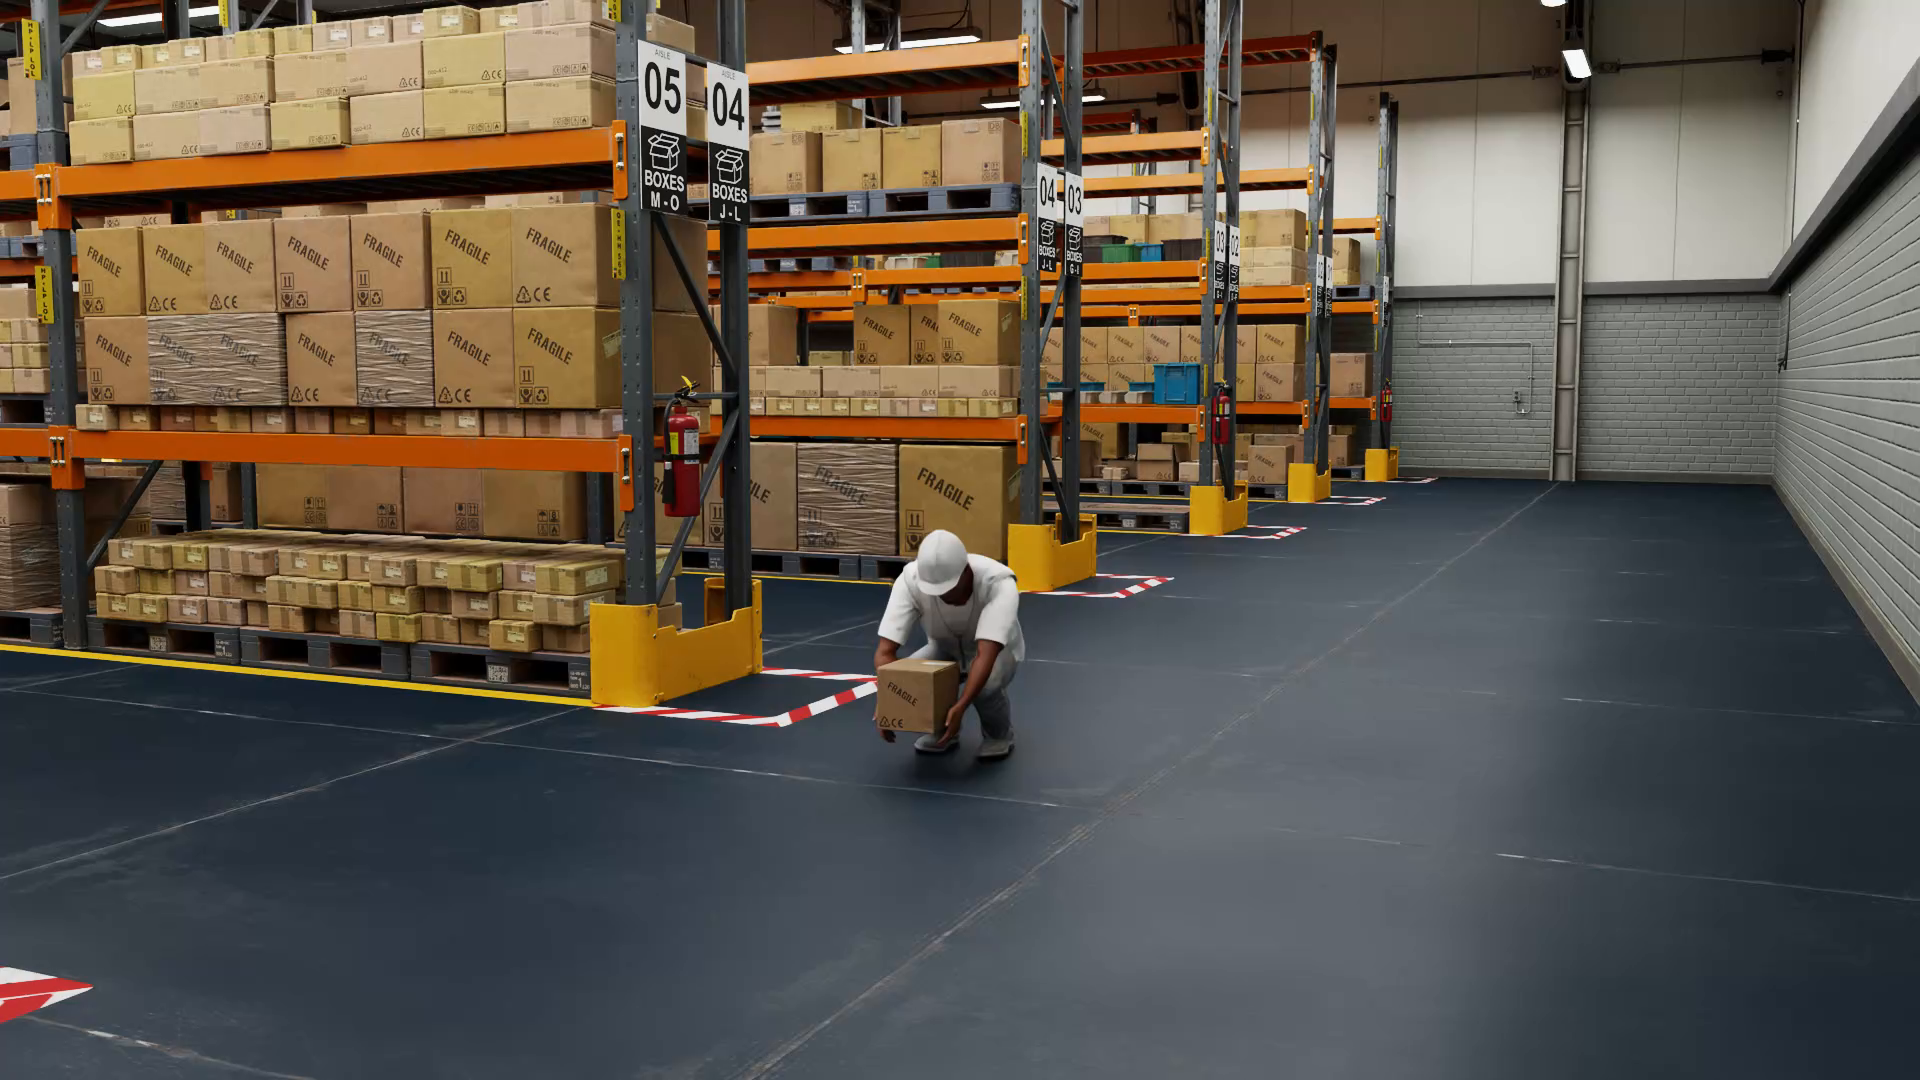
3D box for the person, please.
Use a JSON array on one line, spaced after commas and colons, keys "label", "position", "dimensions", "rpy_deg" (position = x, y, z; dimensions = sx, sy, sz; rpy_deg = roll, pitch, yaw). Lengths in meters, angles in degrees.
[{"label": "person", "position": [-0.011, 0.431, 6.994], "dimensions": [0.590, 0.998, 0.883], "rpy_deg": [2, 6, 24]}]
